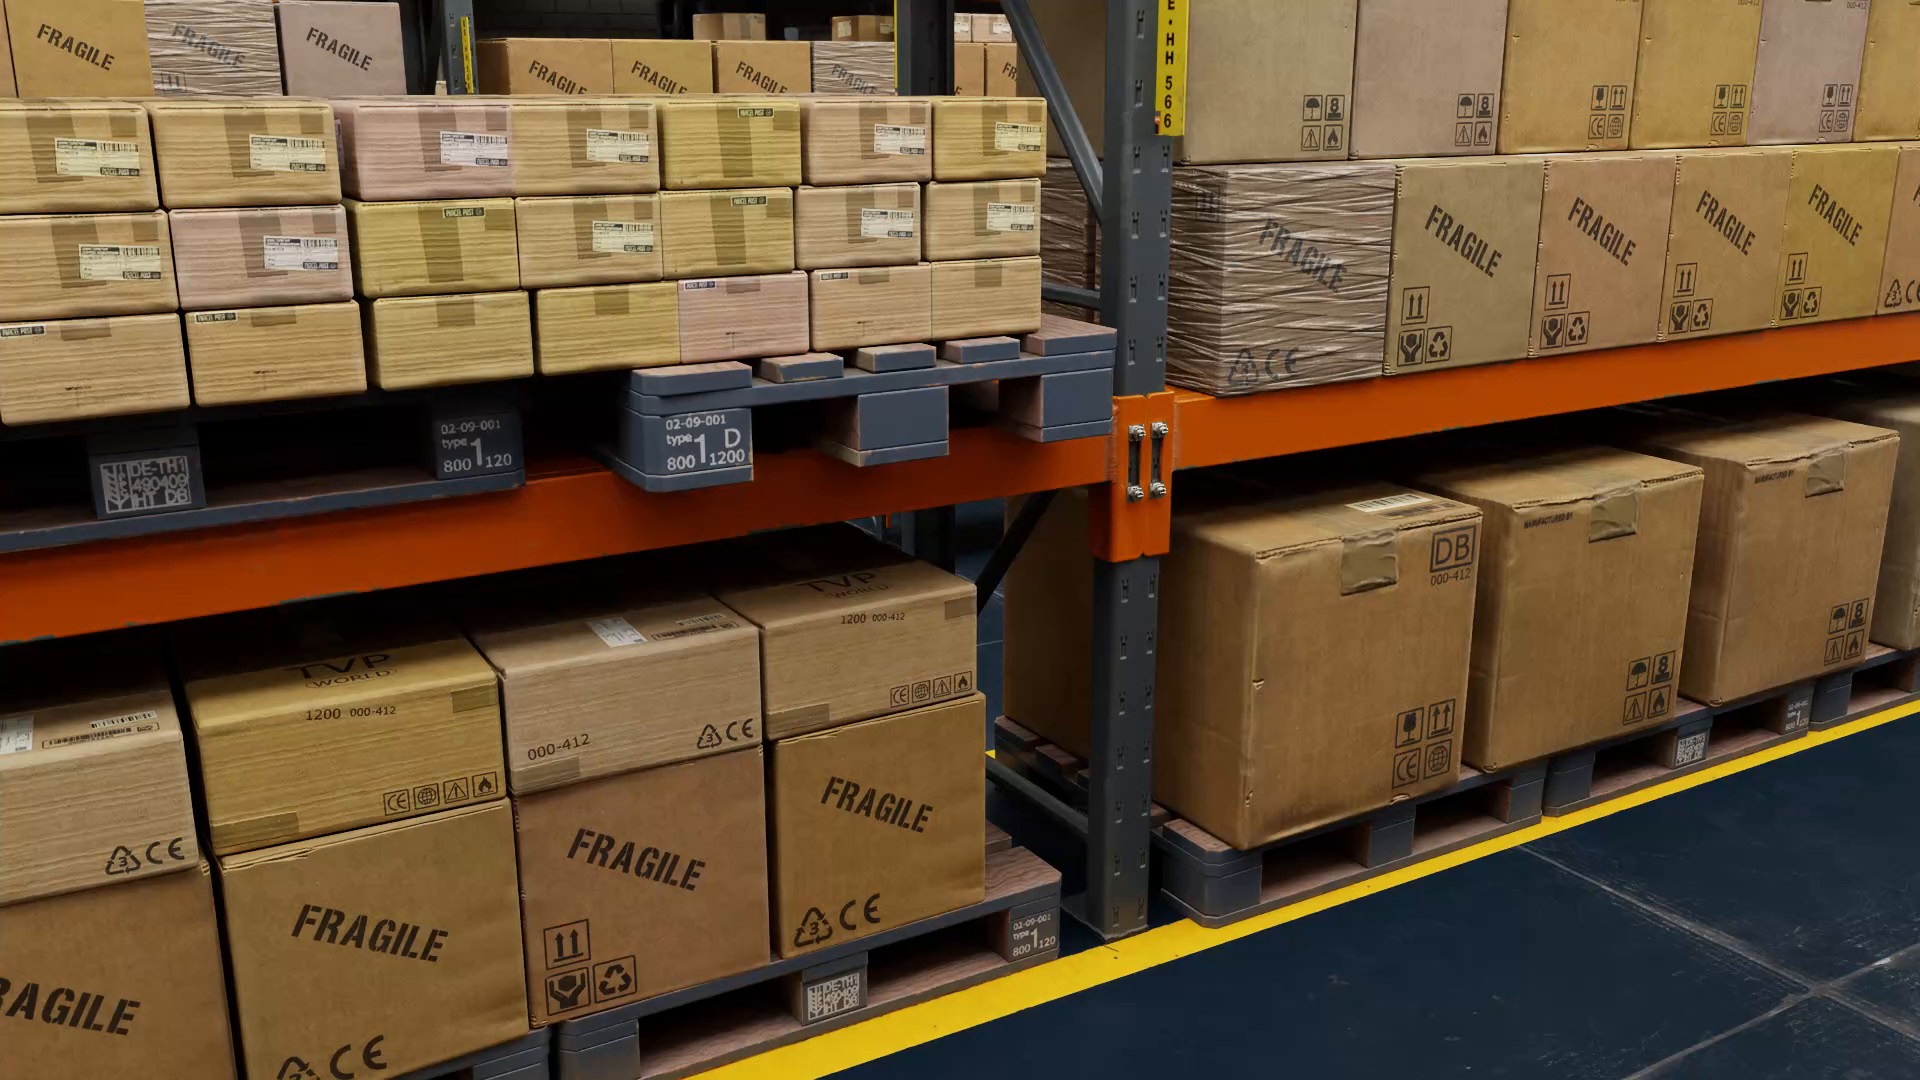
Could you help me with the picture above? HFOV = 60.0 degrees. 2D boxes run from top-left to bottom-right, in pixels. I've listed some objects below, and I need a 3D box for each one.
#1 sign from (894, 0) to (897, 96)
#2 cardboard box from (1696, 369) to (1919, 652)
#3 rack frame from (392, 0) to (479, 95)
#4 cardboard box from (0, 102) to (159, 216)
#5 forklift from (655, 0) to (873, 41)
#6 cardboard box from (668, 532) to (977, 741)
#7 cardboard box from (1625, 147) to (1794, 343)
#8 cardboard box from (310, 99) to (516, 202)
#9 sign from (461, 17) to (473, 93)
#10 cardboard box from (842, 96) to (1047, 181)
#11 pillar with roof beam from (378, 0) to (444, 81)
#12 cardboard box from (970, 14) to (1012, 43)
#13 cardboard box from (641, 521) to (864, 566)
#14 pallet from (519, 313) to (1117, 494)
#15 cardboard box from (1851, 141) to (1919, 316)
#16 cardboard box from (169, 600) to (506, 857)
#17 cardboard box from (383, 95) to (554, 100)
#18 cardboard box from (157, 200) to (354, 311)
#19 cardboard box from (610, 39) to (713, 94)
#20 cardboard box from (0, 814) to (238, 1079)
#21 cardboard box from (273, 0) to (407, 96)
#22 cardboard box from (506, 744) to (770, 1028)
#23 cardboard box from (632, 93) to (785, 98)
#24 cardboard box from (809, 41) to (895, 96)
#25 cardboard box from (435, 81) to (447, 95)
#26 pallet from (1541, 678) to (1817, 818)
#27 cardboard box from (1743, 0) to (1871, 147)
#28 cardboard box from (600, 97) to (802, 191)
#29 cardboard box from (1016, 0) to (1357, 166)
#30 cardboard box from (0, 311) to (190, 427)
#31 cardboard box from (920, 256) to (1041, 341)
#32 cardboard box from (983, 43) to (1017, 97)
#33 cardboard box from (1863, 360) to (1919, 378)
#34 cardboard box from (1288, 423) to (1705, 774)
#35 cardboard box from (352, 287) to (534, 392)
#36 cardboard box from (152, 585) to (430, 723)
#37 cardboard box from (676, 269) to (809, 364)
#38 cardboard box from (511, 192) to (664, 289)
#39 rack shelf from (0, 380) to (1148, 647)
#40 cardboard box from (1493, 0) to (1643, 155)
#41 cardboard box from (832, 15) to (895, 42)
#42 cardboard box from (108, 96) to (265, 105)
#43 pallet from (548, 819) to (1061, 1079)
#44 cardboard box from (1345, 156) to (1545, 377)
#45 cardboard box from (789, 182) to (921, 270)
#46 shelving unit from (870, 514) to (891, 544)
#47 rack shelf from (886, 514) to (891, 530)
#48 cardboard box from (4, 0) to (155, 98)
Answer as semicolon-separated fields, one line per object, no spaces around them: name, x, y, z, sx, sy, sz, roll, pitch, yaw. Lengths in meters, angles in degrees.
sign;-0.143;-1.289;4.304;0.005;0.325;0.100;-9;18;-30
cardboard box;3.088;-0.171;5.853;0.750;0.750;1.050;-9;18;-30
rack frame;-2.490;-1.734;8.040;0.127;3.000;1.000;-9;18;-30
cardboard box;-1.372;-0.581;2.512;0.250;0.149;0.380;-9;18;-28
forklift;-1.232;-2.656;11.453;3.031;2.935;1.130;-9;18;-30
cardboard box;-0.306;0.193;3.628;0.500;0.250;0.500;-10;18;-31
cardboard box;1.964;-0.861;4.740;0.500;0.500;0.500;-9;18;-30
cardboard box;-0.916;-0.656;2.777;0.250;0.149;0.380;-9;18;-30
sign;-2.202;-2.164;7.427;0.005;0.325;0.100;-9;18;-30
cardboard box;-0.039;-0.797;3.280;0.250;0.149;0.380;-10;19;-32
pillar with roof beam;-2.180;-5.165;9.162;0.400;9.000;9.100;-9;18;-30
cardboard box;0.075;-2.781;9.057;0.250;0.149;0.380;-10;18;-31
cardboard box;-0.570;0.077;4.042;0.500;0.250;0.500;-10;19;-32
pallet;-0.411;-0.387;3.589;1.003;0.211;1.213;-9;18;-30
cardboard box;2.831;-1.003;5.244;0.500;0.500;0.500;-9;18;-30
cardboard box;-1.177;0.333;3.130;0.500;0.250;0.500;-9;18;-28
cardboard box;-1.019;-0.844;3.447;0.250;0.149;0.380;-10;19;-32
cardboard box;-1.148;-0.474;2.679;0.250;0.149;0.380;-9;18;-28
cardboard box;-1.543;-2.211;8.226;0.500;0.500;0.500;-8;18;-27
cardboard box;-1.619;0.763;2.983;0.500;0.500;0.500;-9;18;-29
cardboard box;-2.799;-2.132;7.419;0.500;0.500;0.500;-10;18;-31
cardboard box;-0.731;0.622;3.488;0.500;0.500;0.500;-8;18;-27
cardboard box;-0.579;-0.913;3.696;0.250;0.149;0.380;-10;18;-31
cardboard box;-0.658;-2.354;8.736;0.500;0.500;0.500;-10;19;-32
cardboard box;-3.972;-3.337;12.371;0.250;0.149;0.380;-9;18;-29
pallet;1.905;0.479;5.310;1.213;0.211;1.003;-9;18;-30
cardboard box;2.278;-1.476;5.081;0.500;0.500;0.700;-9;18;-29
cardboard box;-0.480;-0.726;3.027;0.250;0.149;0.380;-9;18;-28
cardboard box;0.535;-1.193;4.070;0.500;0.500;0.700;-9;18;-30
cardboard box;-1.375;-0.294;2.588;0.250;0.149;0.380;-10;19;-32
cardboard box;-0.041;-0.509;3.357;0.250;0.149;0.380;-9;18;-29
cardboard box;0.236;-2.497;9.247;0.500;0.500;0.500;-9;18;-29
cardboard box;4.149;-0.410;6.472;0.875;0.875;0.875;-9;18;-29
cardboard box;1.461;0.092;4.915;0.750;0.750;1.050;-9;18;-29
cardboard box;-0.920;-0.368;2.852;0.250;0.149;0.380;-10;19;-32
cardboard box;-1.436;0.213;3.555;0.500;0.250;0.500;-9;18;-29
cardboard box;-0.475;-0.440;3.108;0.250;0.149;0.380;-9;18;-29
cardboard box;-0.710;-0.544;2.930;0.250;0.149;0.380;-9;18;-30
rack shelf;-1.569;0.021;3.109;4.000;0.370;1.077;-9;18;-30
cardboard box;1.407;-1.335;4.578;0.500;0.500;0.700;-10;18;-31
cardboard box;-0.525;-2.838;9.260;0.250;0.149;0.380;-8;18;-27
cardboard box;-1.476;-0.768;3.179;0.250;0.149;0.380;-9;18;-28
pallet;-0.525;0.848;3.994;1.213;0.211;1.003;-9;18;-30
cardboard box;1.104;-0.723;4.245;0.500;0.500;0.500;-9;18;-30
cardboard box;-0.271;-0.616;3.187;0.250;0.149;0.380;-8;18;-28
shelving unit;-0.006;-0.541;7.255;1.048;1.125;0.538;-9;18;-30
rack shelf;-0.006;-0.305;7.321;1.000;0.278;0.538;-9;18;-30
cardboard box;-3.664;-1.991;6.917;0.500;0.500;0.500;-9;18;-30
